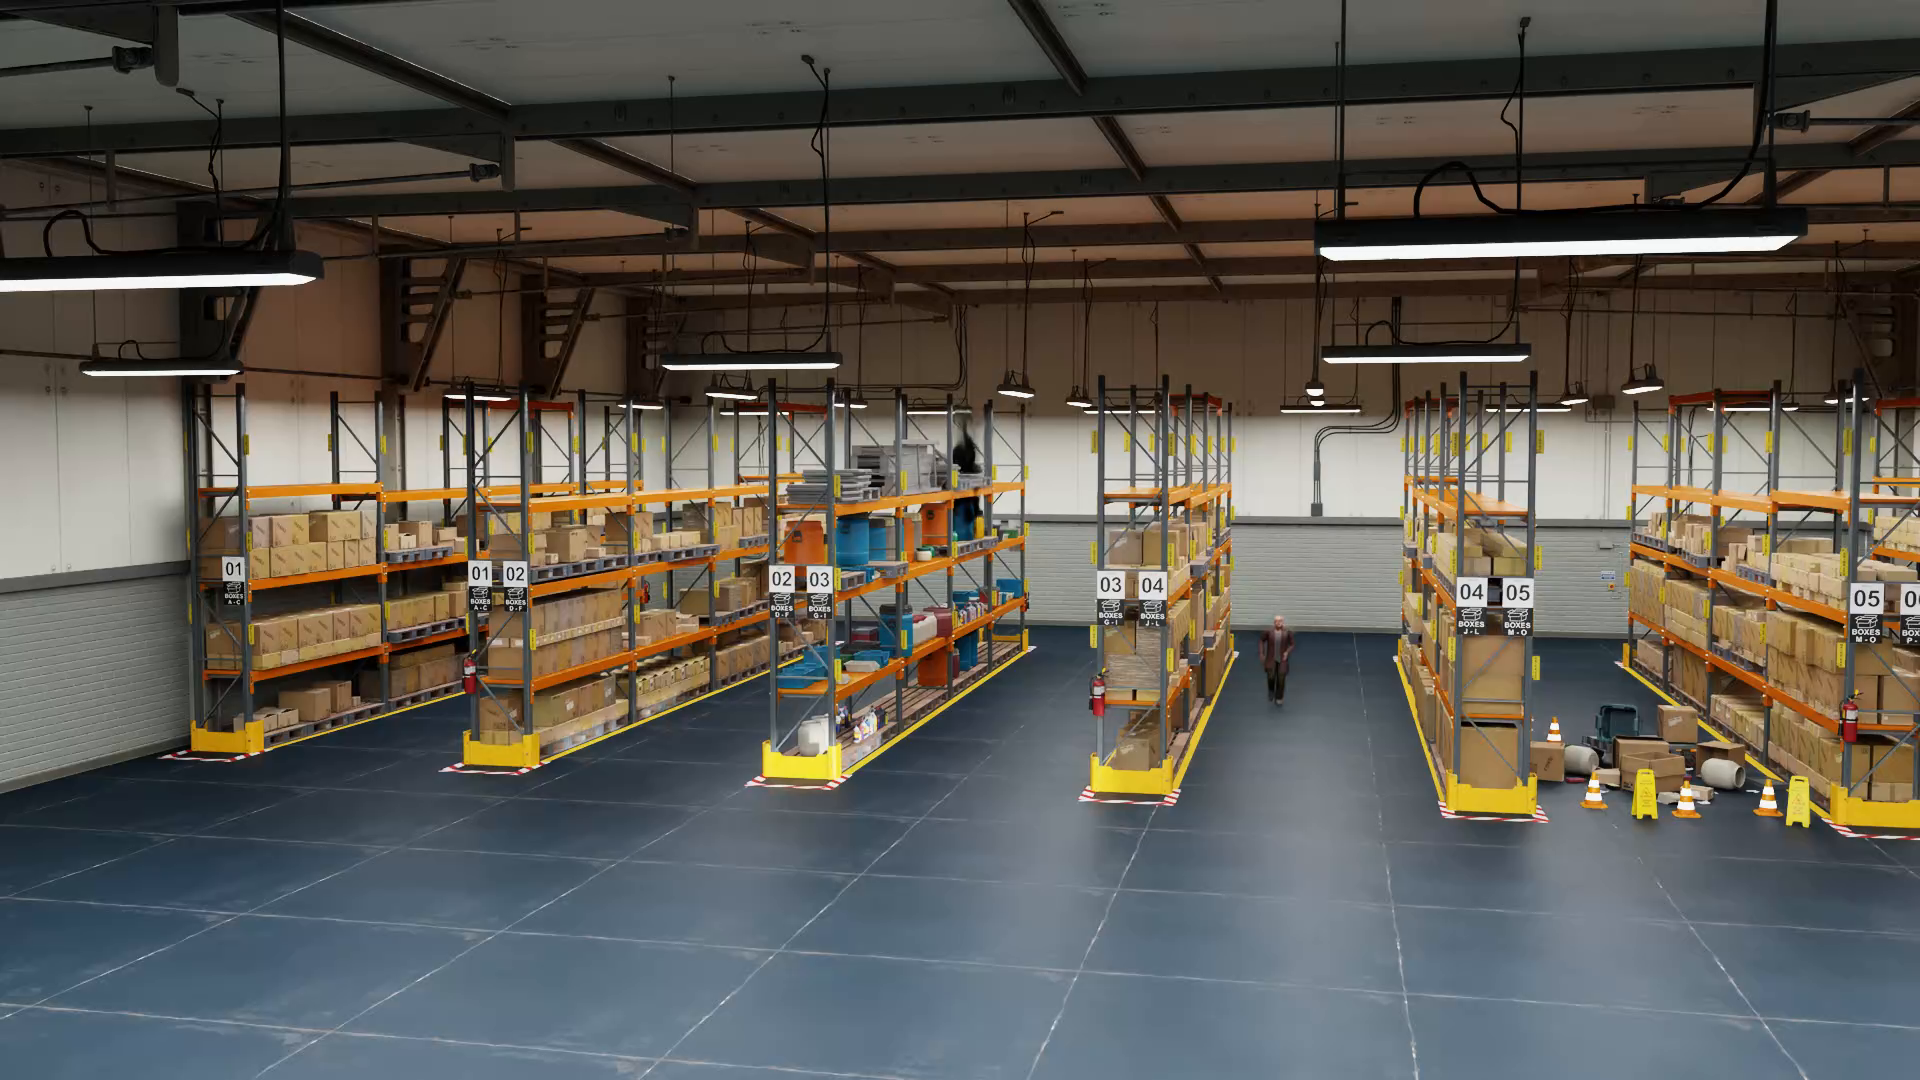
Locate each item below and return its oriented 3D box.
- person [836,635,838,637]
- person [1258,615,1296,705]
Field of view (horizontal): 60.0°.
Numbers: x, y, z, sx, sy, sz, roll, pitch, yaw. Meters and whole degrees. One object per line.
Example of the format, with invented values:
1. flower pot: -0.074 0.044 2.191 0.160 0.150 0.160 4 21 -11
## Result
1. person: -3.514 1.721 43.200 0.691 1.638 0.614 3 4 41
2. person: 6.078 2.314 31.905 0.717 1.736 0.644 1 3 11
